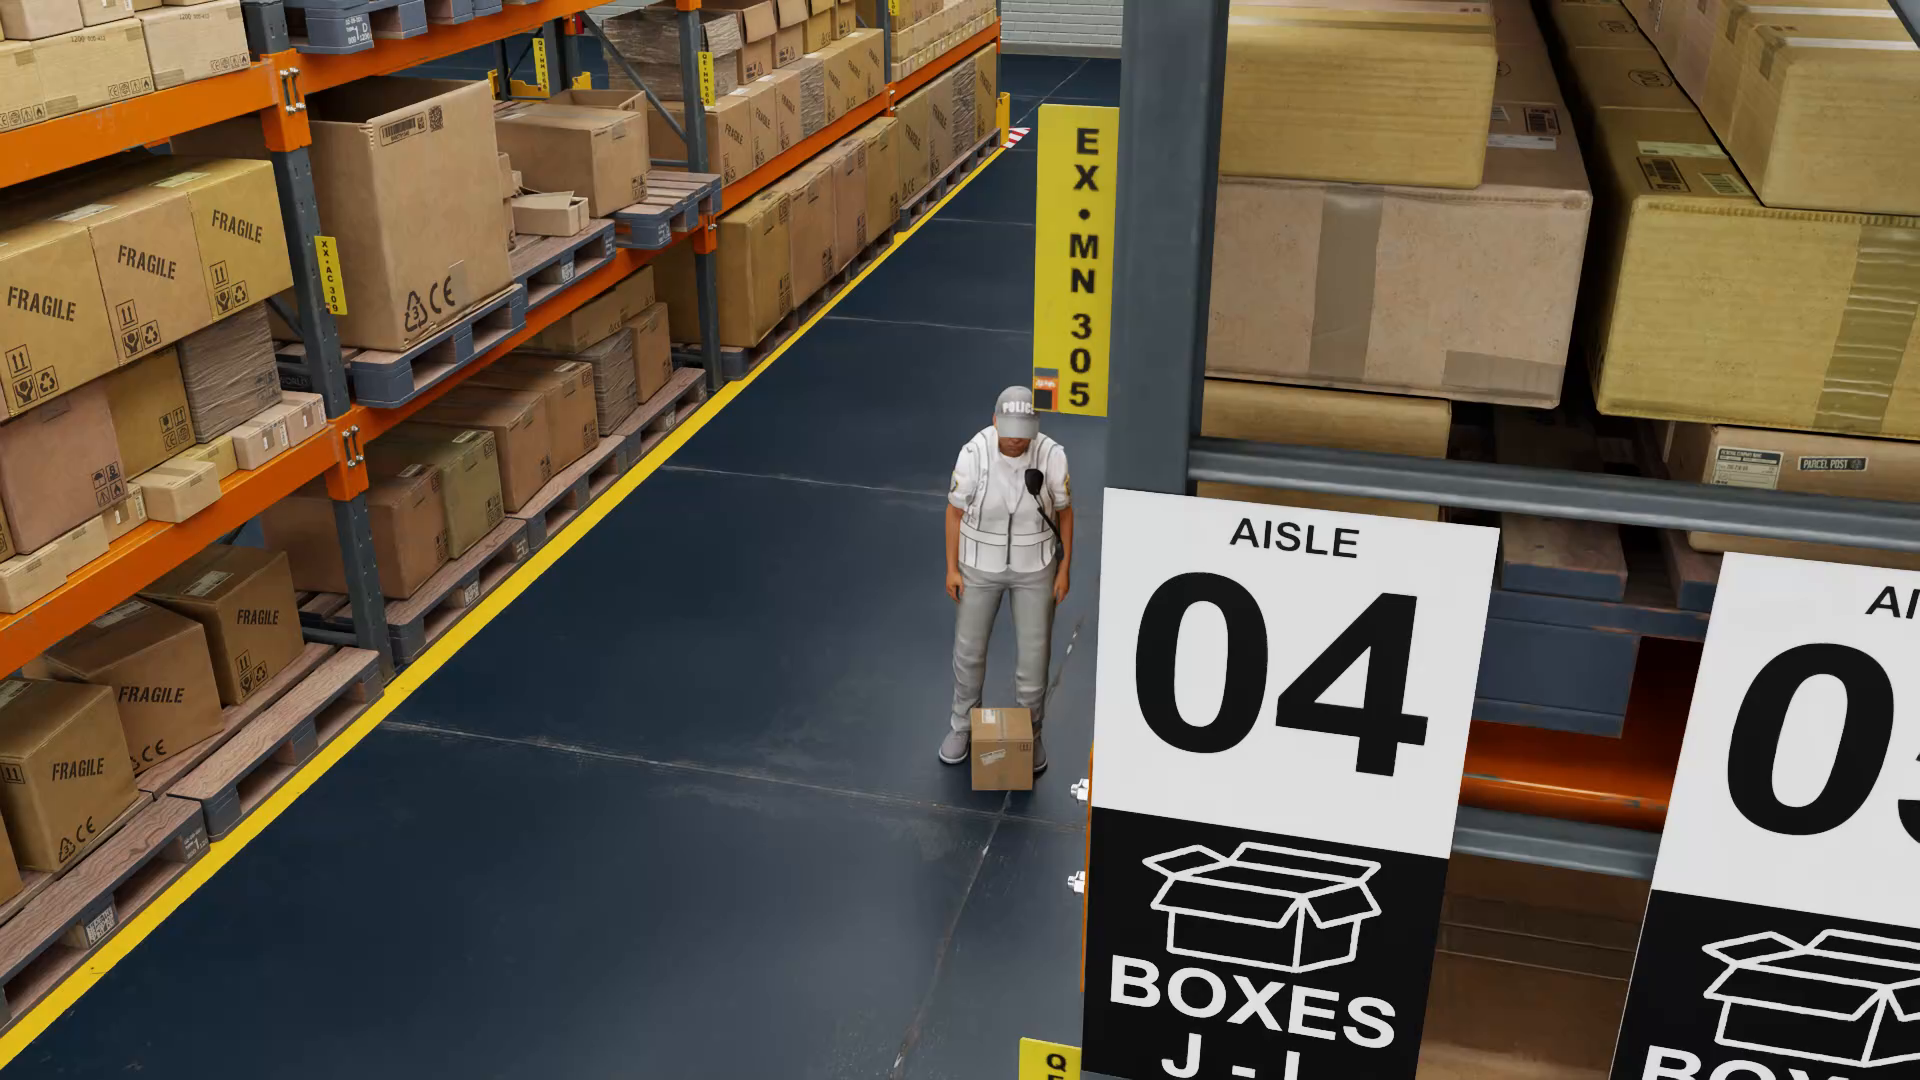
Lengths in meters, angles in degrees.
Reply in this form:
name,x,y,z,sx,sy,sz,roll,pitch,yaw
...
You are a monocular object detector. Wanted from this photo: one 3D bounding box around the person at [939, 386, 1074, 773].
name,x,y,z,sx,sy,sz,roll,pitch,yaw
person,0.187,0.138,6.814,0.549,1.664,0.469,1,25,1
